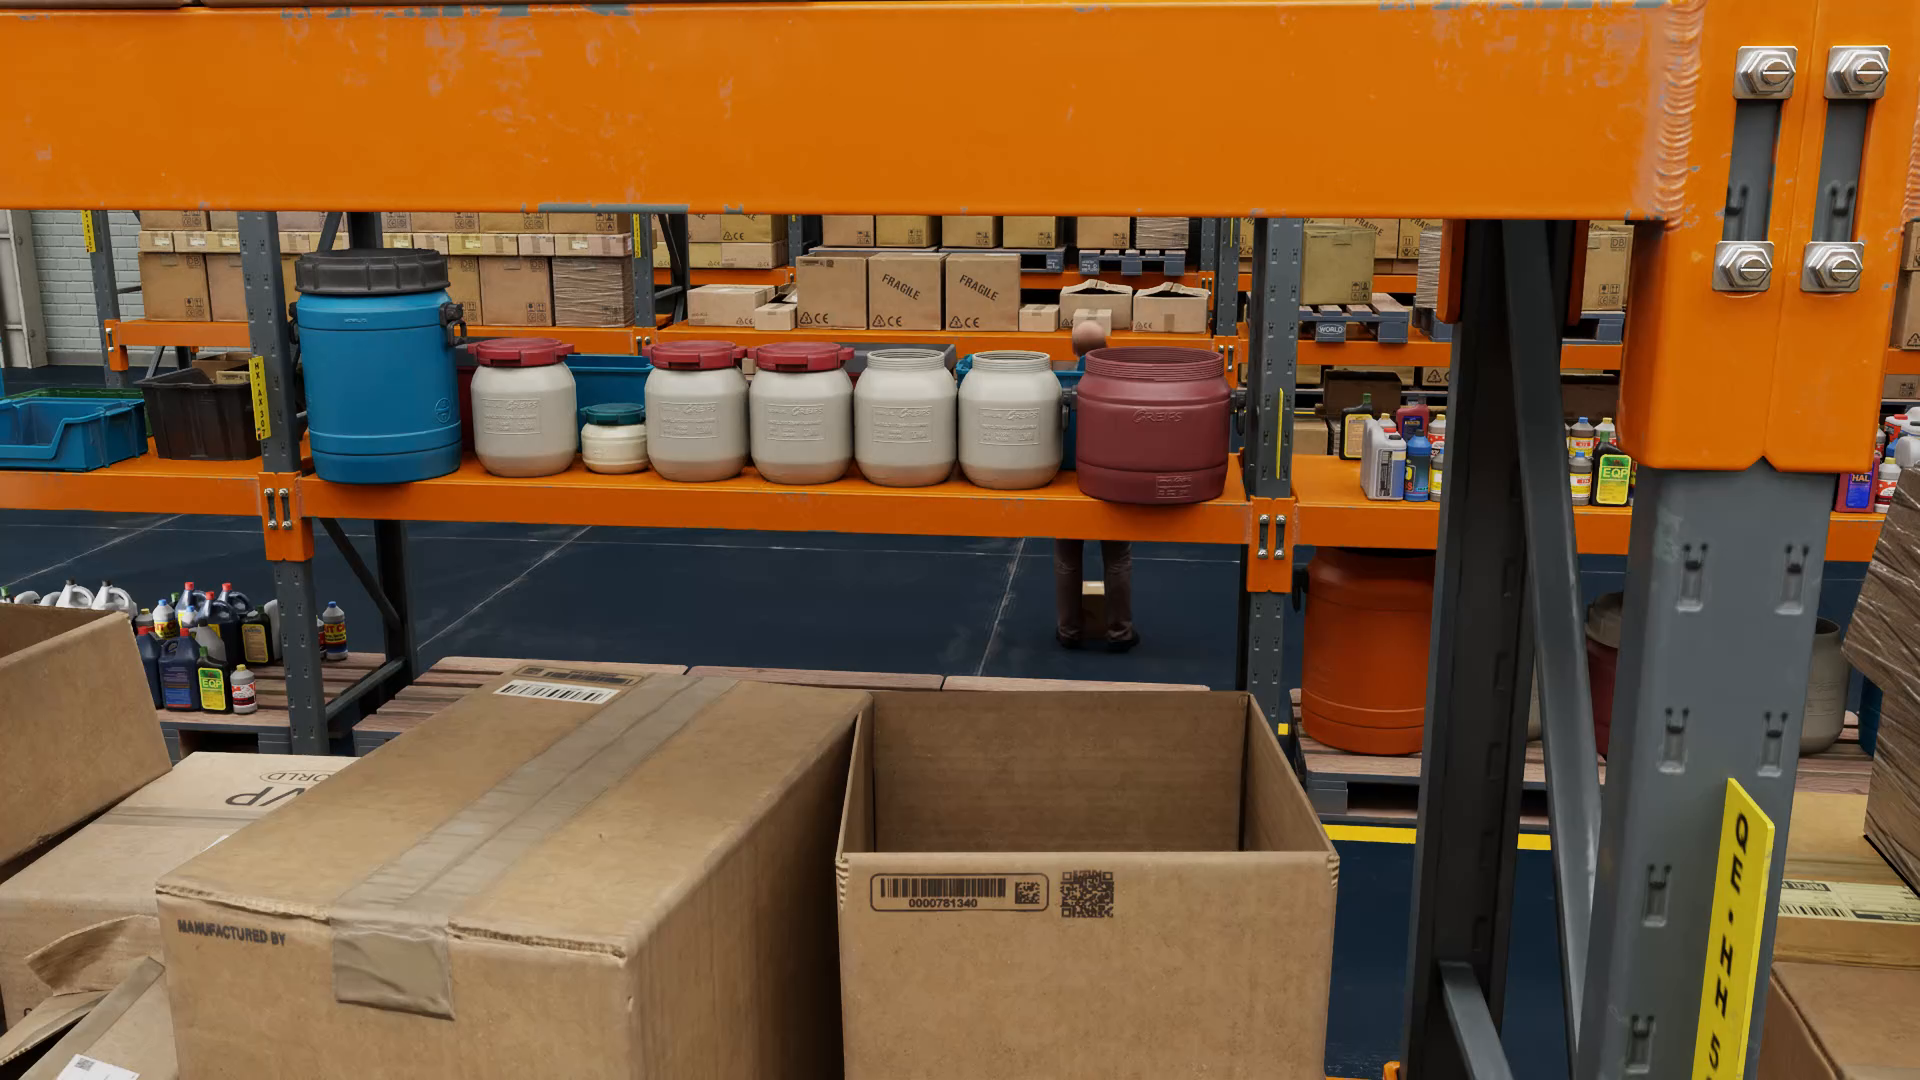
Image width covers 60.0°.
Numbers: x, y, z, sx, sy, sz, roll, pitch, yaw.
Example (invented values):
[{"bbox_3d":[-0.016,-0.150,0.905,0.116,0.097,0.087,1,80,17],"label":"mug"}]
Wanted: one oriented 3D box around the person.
[{"bbox_3d":[0.675,-0.269,8.656,0.577,1.719,0.474,1,14,4],"label":"person"}]
